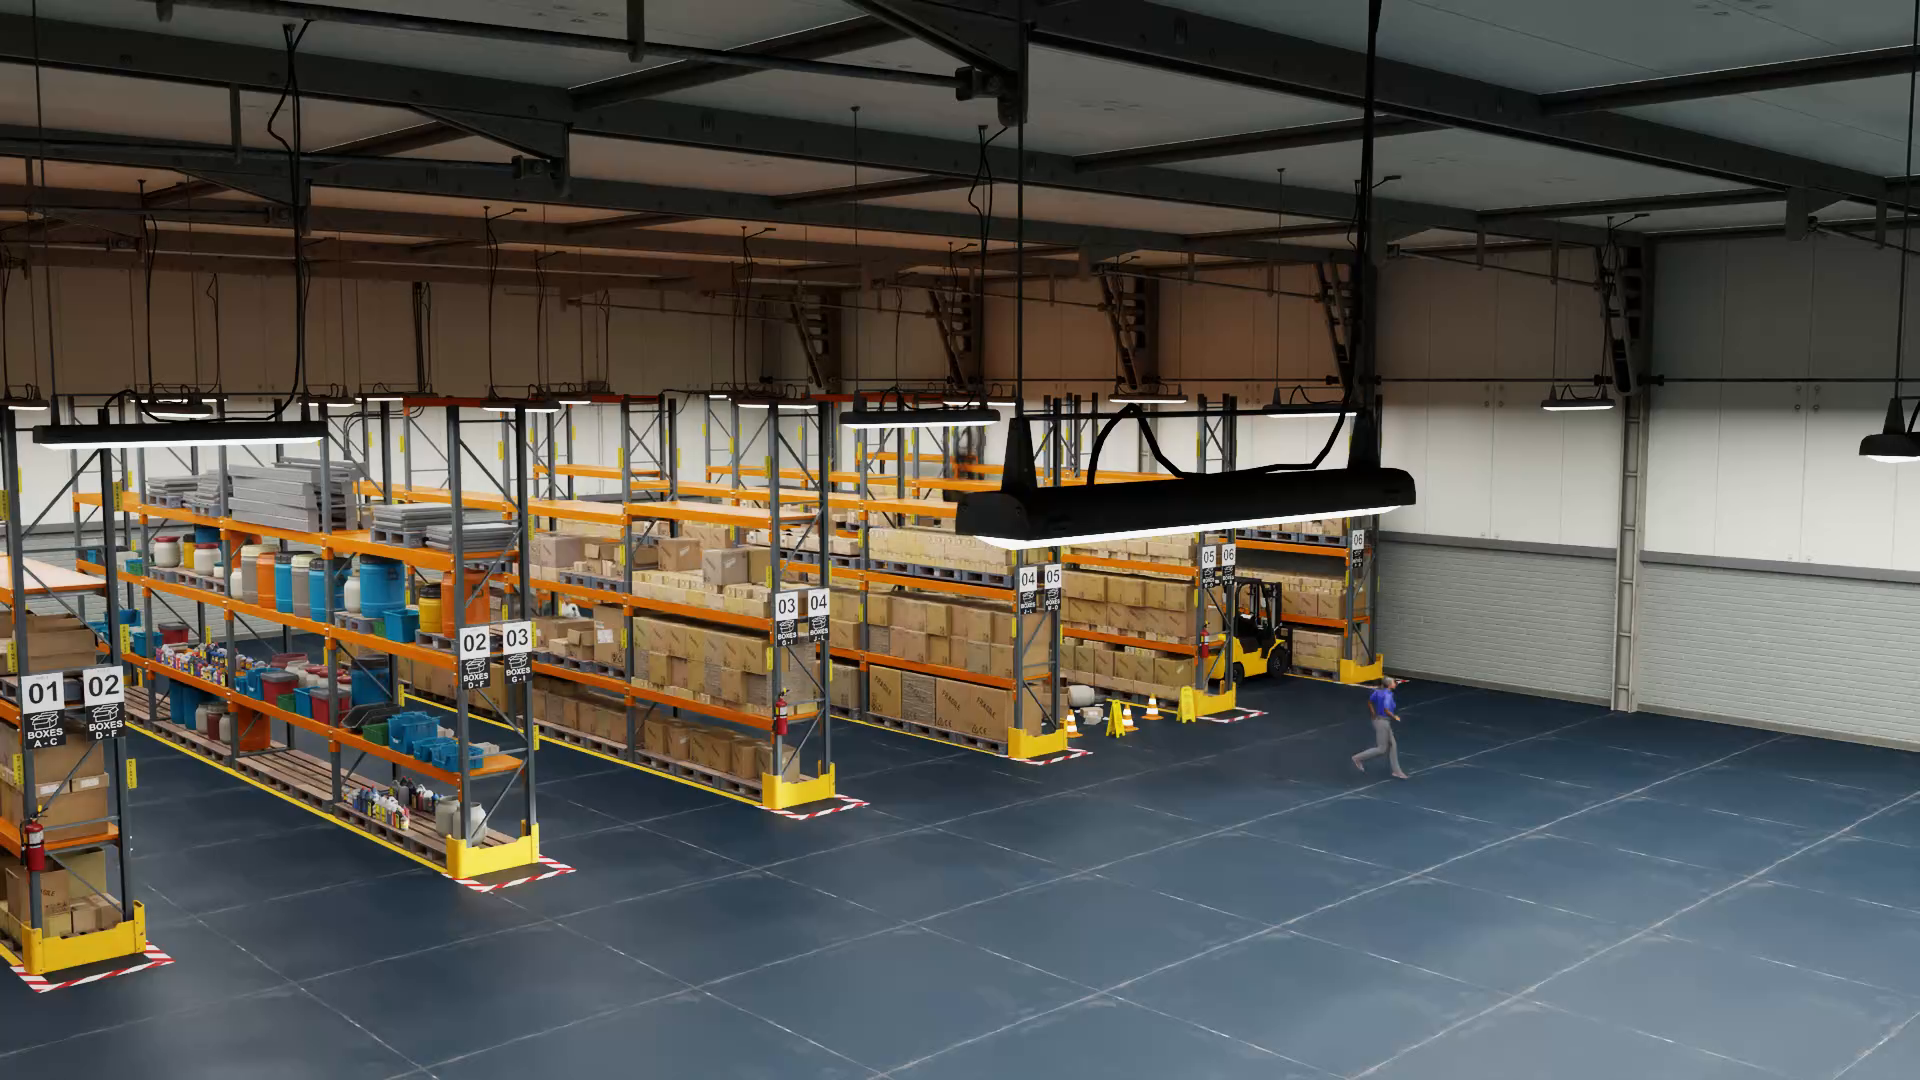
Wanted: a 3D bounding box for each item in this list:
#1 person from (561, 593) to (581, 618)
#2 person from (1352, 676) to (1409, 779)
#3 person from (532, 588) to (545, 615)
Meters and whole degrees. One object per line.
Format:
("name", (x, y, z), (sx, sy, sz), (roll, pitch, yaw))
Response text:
("person", (-8.588, 1.978, 36.414), (0.587, 1.749, 0.798), (-5, 7, -42))
("person", (6.673, 2.975, 26.379), (0.933, 1.650, 0.599), (0, 6, -4))
("person", (-10.192, 1.629, 40.505), (0.668, 1.633, 0.601), (-5, 7, -42))
